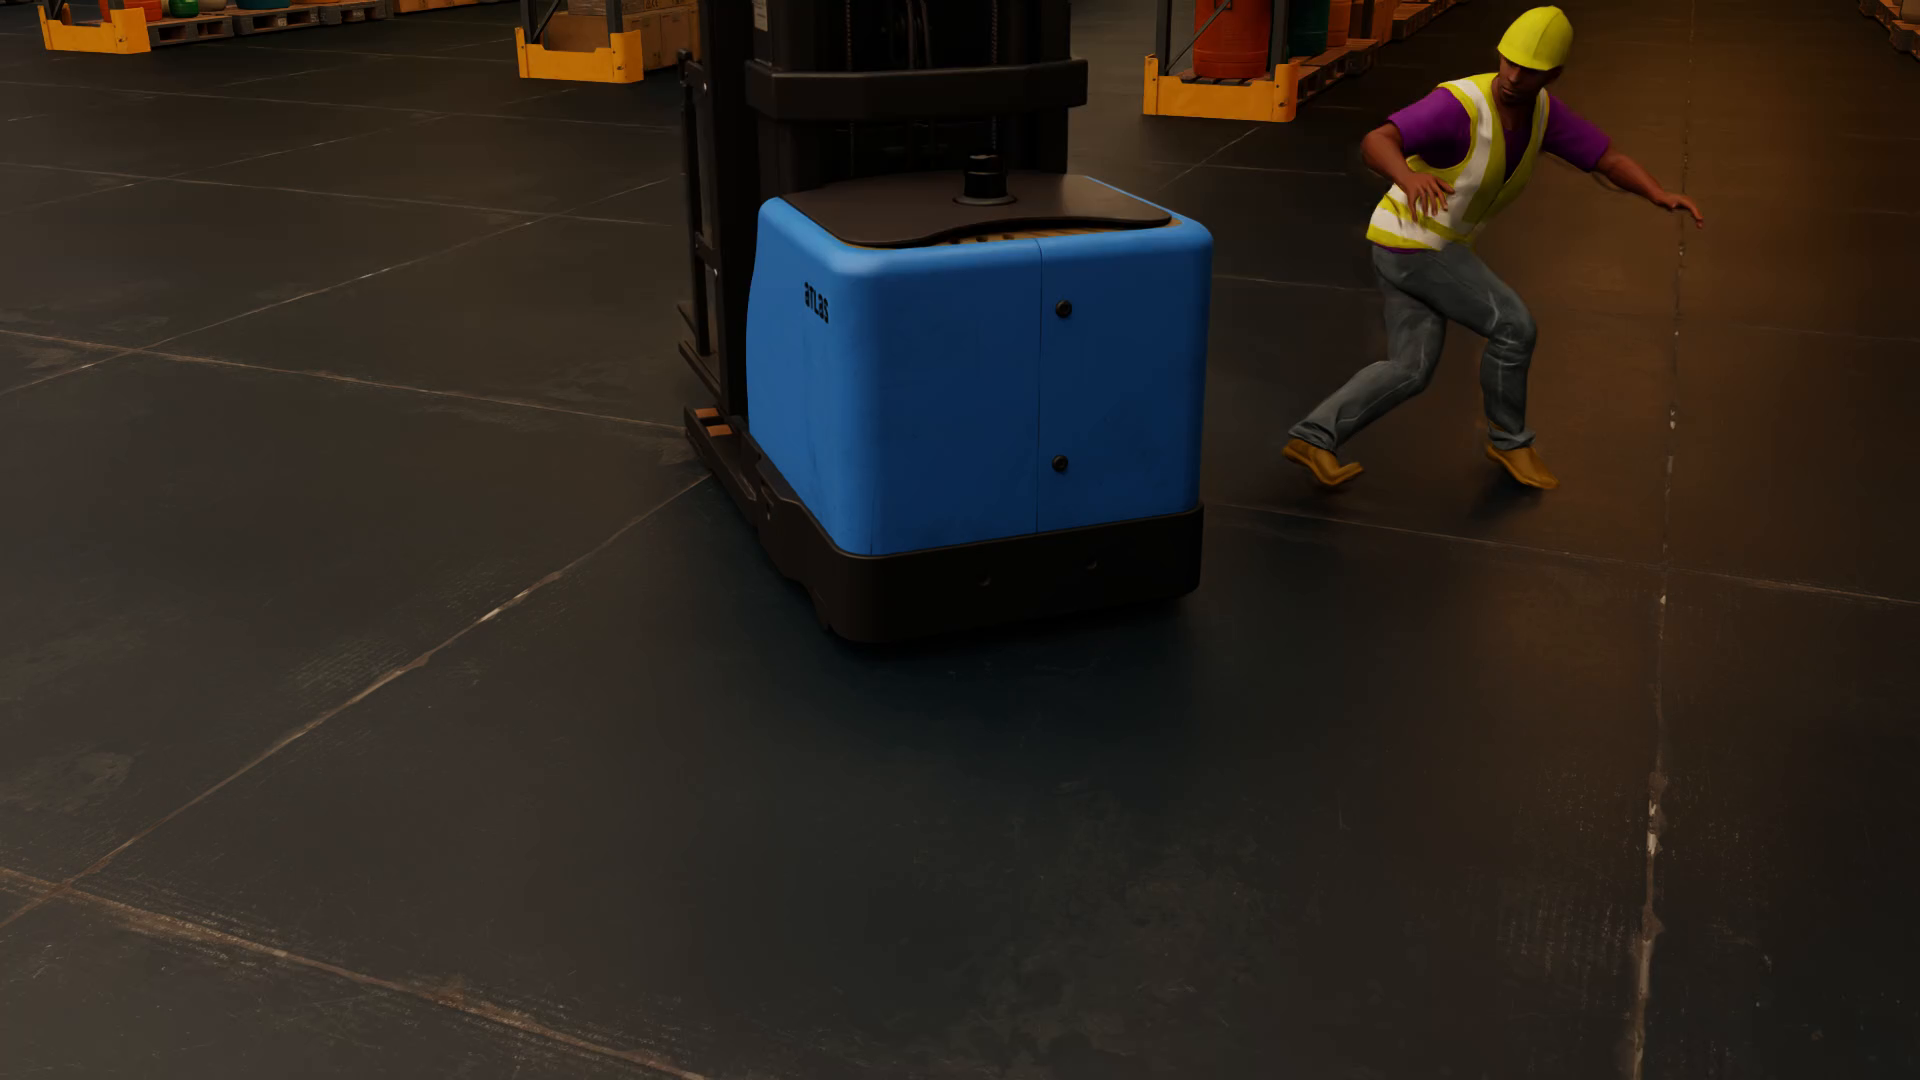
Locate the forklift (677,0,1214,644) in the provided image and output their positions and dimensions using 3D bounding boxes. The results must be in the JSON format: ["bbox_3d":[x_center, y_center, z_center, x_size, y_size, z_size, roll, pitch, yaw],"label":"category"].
[{"bbox_3d":[-0.320,-1.625,5.181,1.130,2.935,3.031,-8,24,-19],"label":"forklift"}]

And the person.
[{"bbox_3d":[1.668,-0.851,5.190,1.116,1.546,0.980,12,26,27],"label":"person"}]
